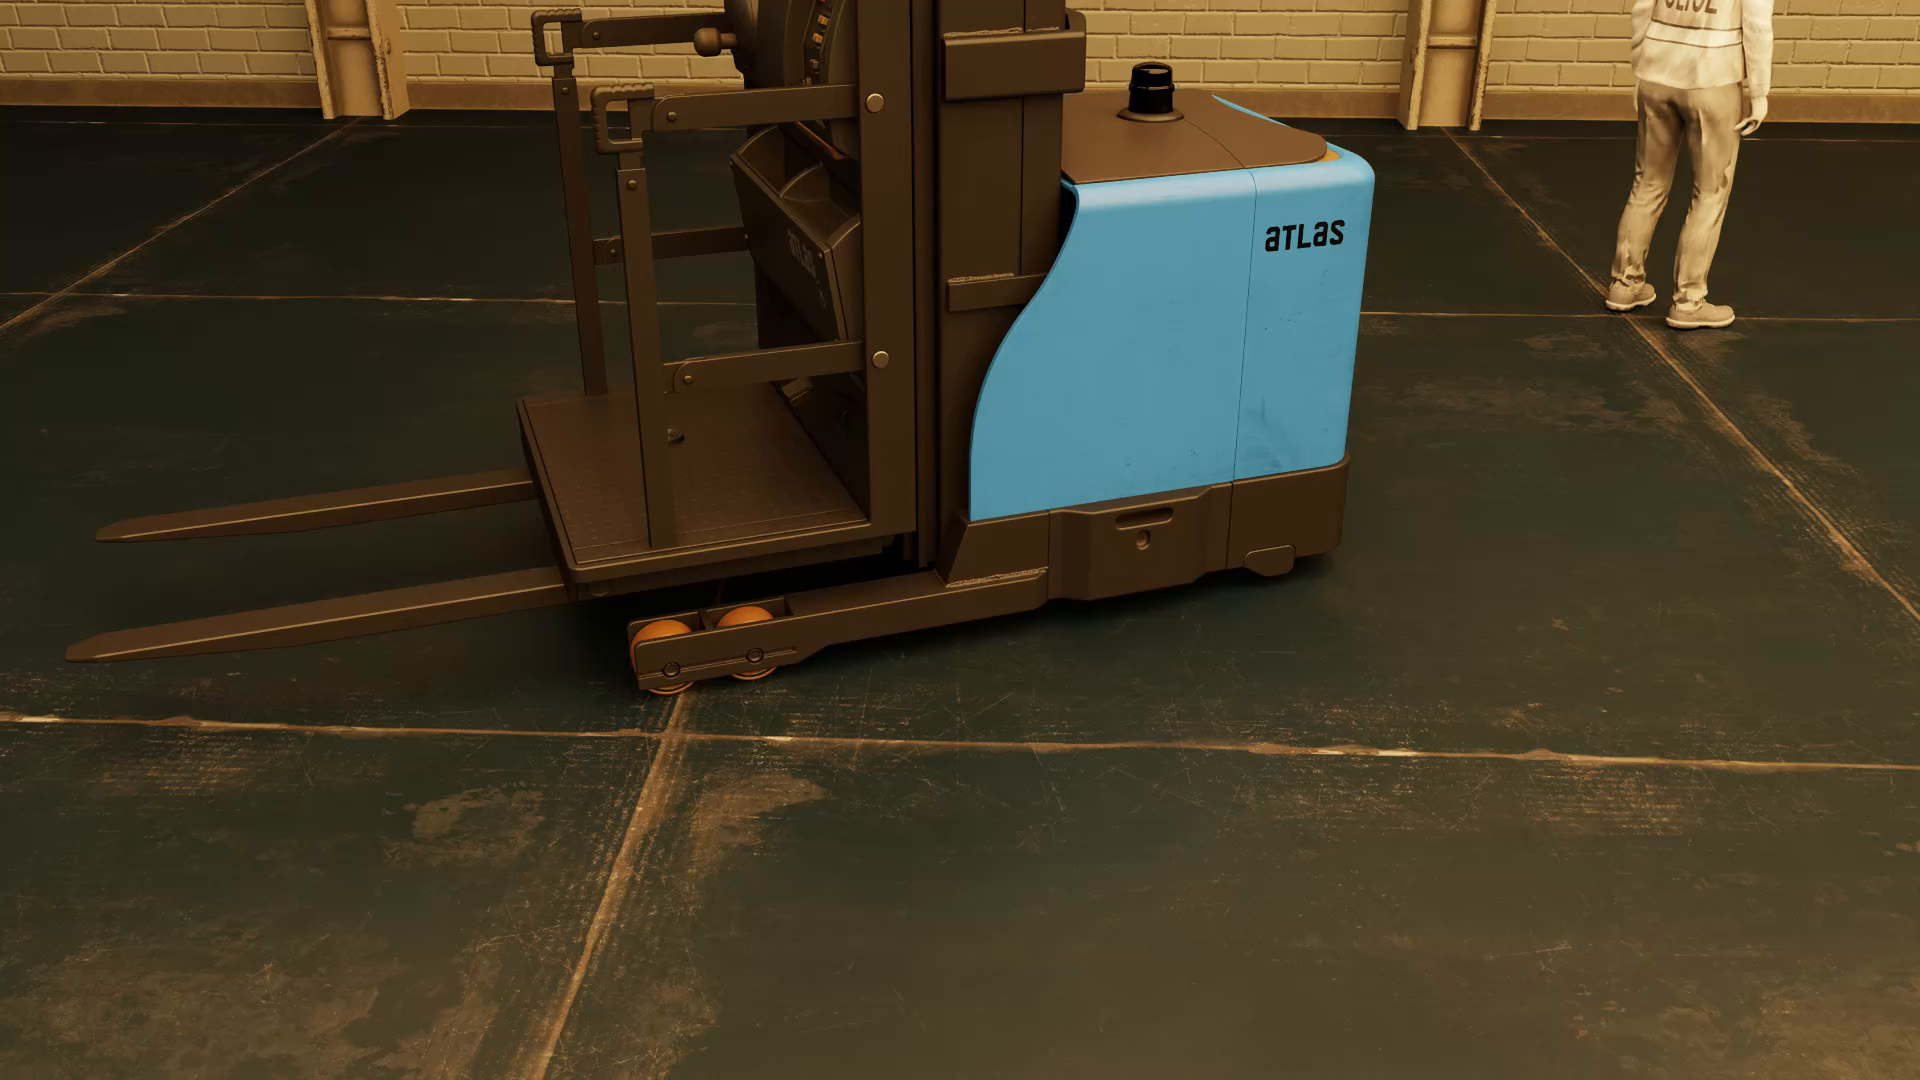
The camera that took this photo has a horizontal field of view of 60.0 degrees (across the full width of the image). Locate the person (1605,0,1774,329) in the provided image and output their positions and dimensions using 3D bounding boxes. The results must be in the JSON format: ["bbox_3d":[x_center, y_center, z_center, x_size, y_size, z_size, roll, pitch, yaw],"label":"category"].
[{"bbox_3d":[2.601,-1.599,5.885,0.374,1.664,0.528,-17,31,-31],"label":"person"}]

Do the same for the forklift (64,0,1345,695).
[{"bbox_3d":[-0.575,-1.226,3.694,3.031,2.935,1.121,-9,28,-17],"label":"forklift"}]
